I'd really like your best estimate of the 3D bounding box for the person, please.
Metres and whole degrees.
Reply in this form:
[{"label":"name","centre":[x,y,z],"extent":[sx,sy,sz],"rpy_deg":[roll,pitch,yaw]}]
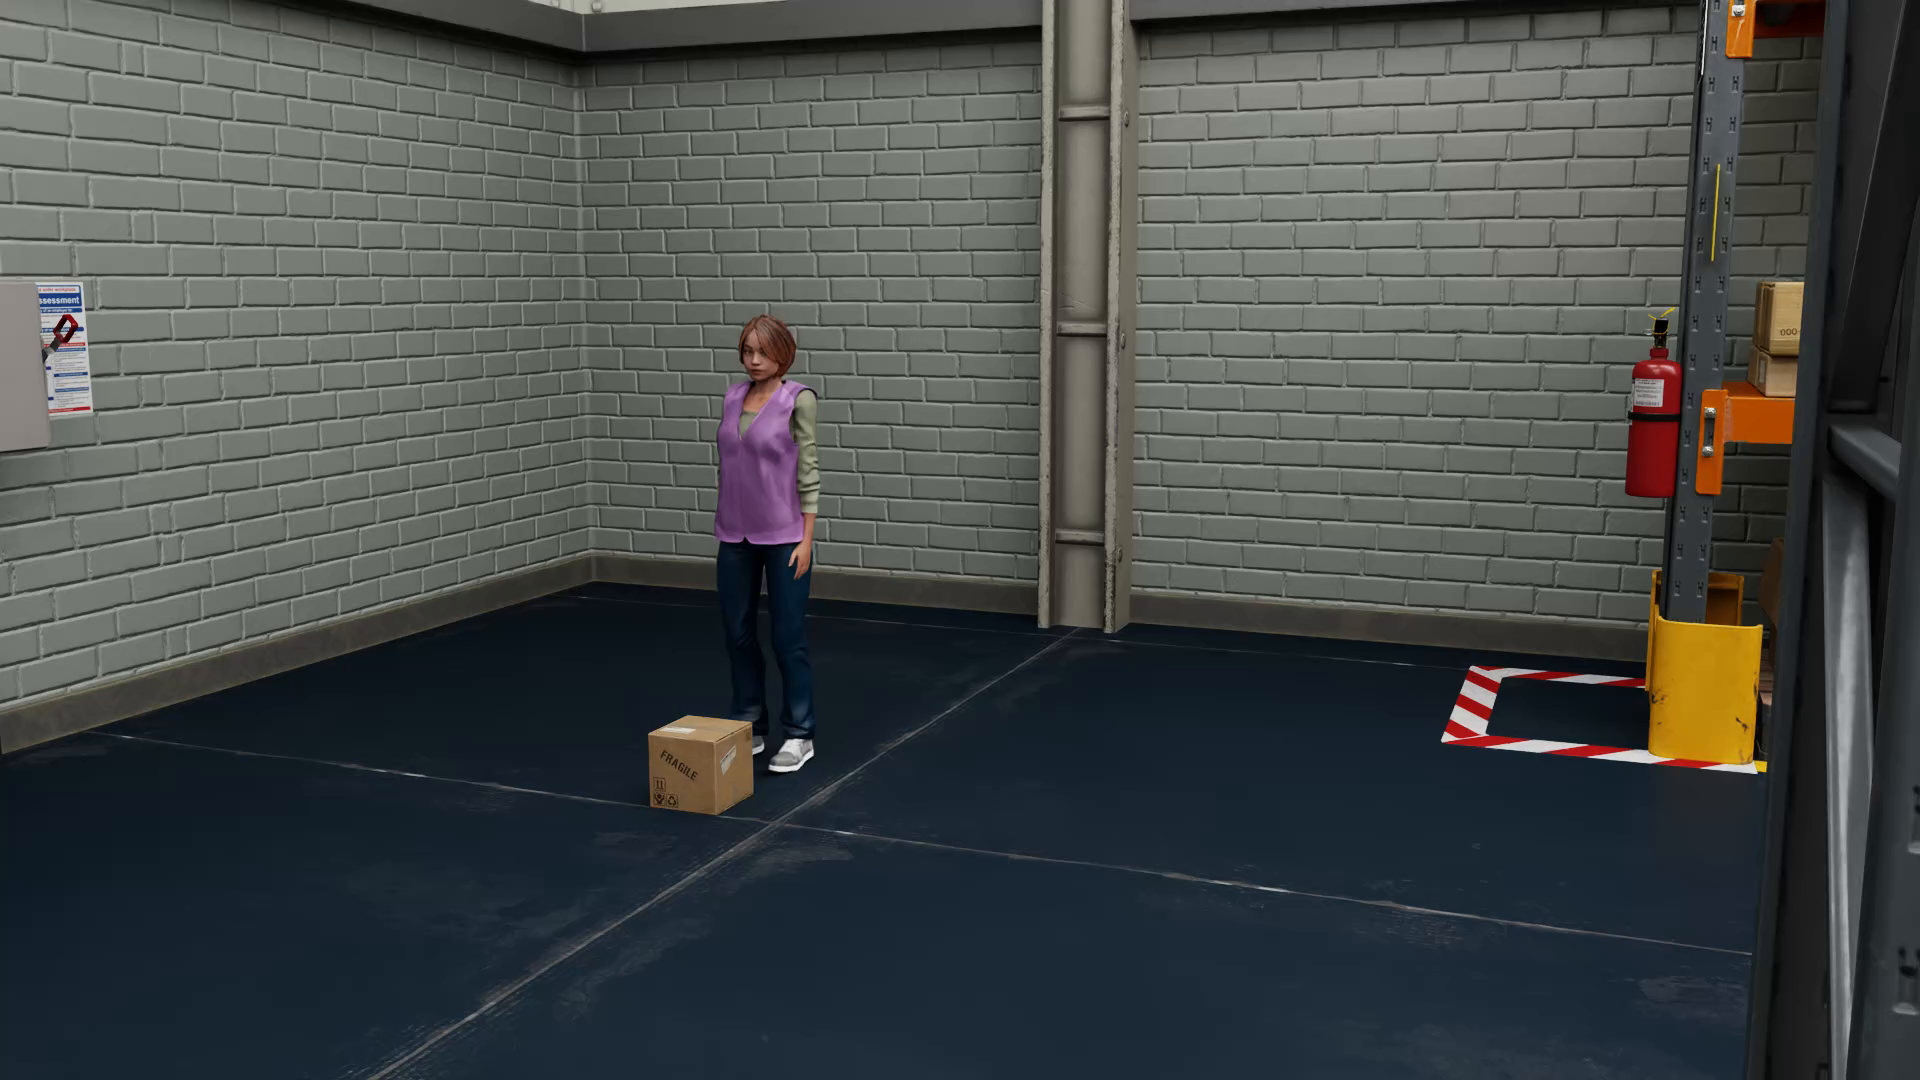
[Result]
[{"label":"person","centre":[-0.672,0.017,5.828],"extent":[0.406,1.586,0.304],"rpy_deg":[4,10,22]}]
